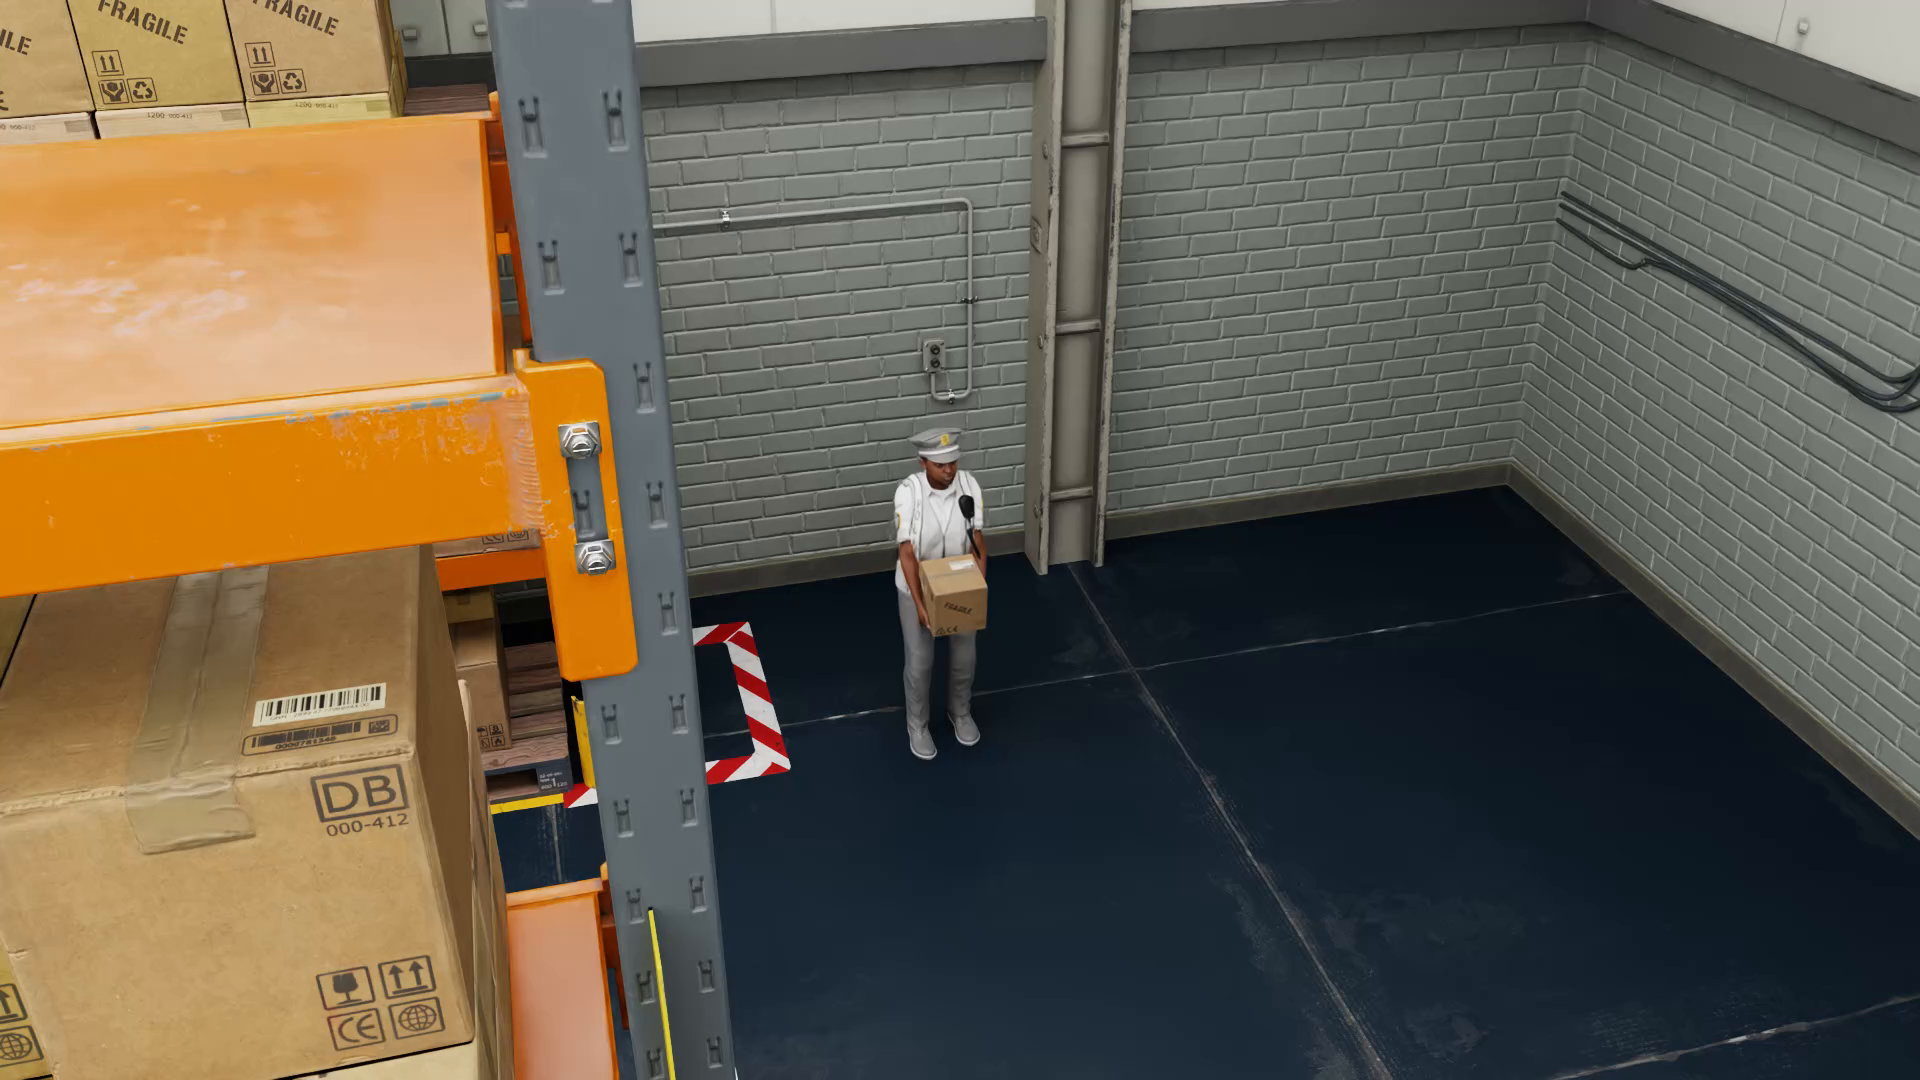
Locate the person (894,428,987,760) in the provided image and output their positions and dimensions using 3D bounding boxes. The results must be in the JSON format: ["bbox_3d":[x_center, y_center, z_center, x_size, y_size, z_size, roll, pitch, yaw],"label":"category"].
[{"bbox_3d":[-3.748,3.221,2.584,10.821,1.843,9.929,-8,31,-14],"label":"person"}]
